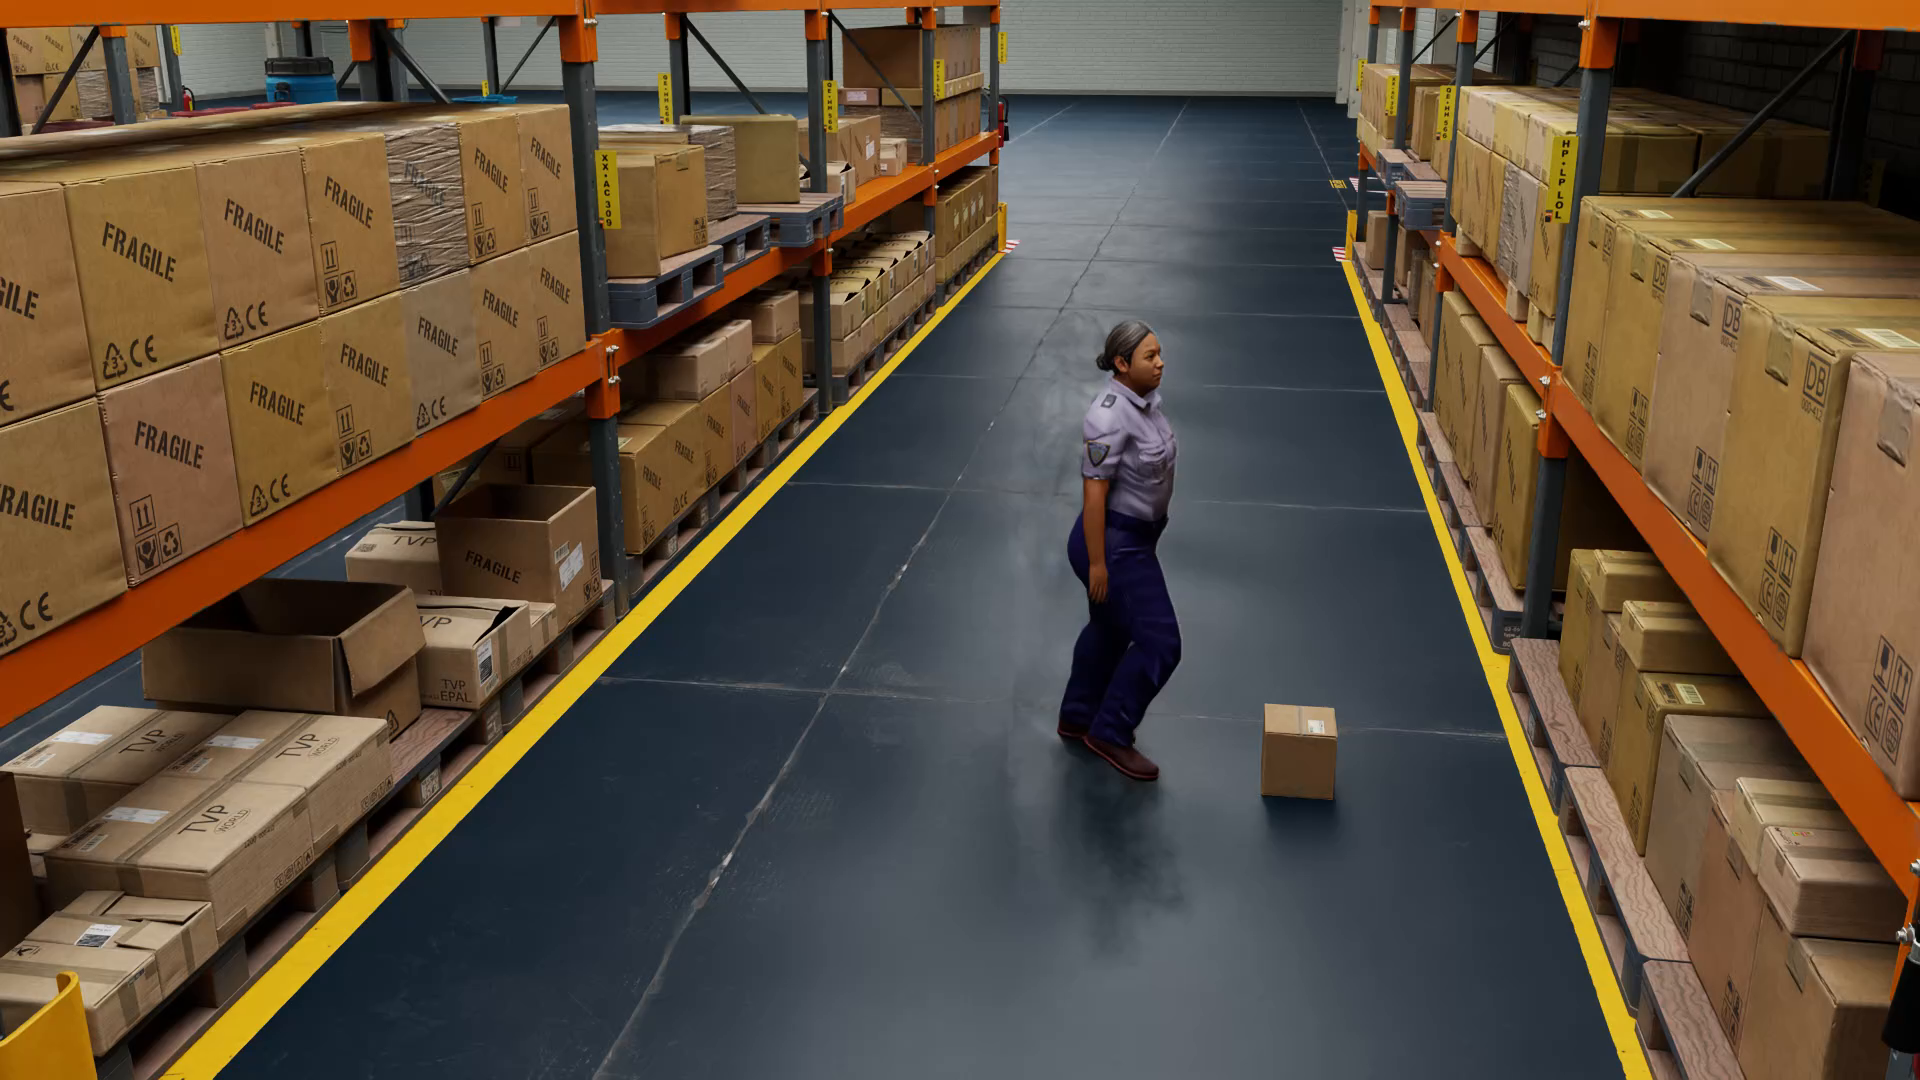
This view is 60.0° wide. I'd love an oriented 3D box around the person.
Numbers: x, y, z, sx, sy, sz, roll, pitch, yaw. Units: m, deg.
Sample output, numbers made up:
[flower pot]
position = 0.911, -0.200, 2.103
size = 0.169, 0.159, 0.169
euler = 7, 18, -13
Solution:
[person]
position = 0.585, 0.025, 5.956
size = 0.515, 1.627, 0.491
euler = 6, 19, 18
